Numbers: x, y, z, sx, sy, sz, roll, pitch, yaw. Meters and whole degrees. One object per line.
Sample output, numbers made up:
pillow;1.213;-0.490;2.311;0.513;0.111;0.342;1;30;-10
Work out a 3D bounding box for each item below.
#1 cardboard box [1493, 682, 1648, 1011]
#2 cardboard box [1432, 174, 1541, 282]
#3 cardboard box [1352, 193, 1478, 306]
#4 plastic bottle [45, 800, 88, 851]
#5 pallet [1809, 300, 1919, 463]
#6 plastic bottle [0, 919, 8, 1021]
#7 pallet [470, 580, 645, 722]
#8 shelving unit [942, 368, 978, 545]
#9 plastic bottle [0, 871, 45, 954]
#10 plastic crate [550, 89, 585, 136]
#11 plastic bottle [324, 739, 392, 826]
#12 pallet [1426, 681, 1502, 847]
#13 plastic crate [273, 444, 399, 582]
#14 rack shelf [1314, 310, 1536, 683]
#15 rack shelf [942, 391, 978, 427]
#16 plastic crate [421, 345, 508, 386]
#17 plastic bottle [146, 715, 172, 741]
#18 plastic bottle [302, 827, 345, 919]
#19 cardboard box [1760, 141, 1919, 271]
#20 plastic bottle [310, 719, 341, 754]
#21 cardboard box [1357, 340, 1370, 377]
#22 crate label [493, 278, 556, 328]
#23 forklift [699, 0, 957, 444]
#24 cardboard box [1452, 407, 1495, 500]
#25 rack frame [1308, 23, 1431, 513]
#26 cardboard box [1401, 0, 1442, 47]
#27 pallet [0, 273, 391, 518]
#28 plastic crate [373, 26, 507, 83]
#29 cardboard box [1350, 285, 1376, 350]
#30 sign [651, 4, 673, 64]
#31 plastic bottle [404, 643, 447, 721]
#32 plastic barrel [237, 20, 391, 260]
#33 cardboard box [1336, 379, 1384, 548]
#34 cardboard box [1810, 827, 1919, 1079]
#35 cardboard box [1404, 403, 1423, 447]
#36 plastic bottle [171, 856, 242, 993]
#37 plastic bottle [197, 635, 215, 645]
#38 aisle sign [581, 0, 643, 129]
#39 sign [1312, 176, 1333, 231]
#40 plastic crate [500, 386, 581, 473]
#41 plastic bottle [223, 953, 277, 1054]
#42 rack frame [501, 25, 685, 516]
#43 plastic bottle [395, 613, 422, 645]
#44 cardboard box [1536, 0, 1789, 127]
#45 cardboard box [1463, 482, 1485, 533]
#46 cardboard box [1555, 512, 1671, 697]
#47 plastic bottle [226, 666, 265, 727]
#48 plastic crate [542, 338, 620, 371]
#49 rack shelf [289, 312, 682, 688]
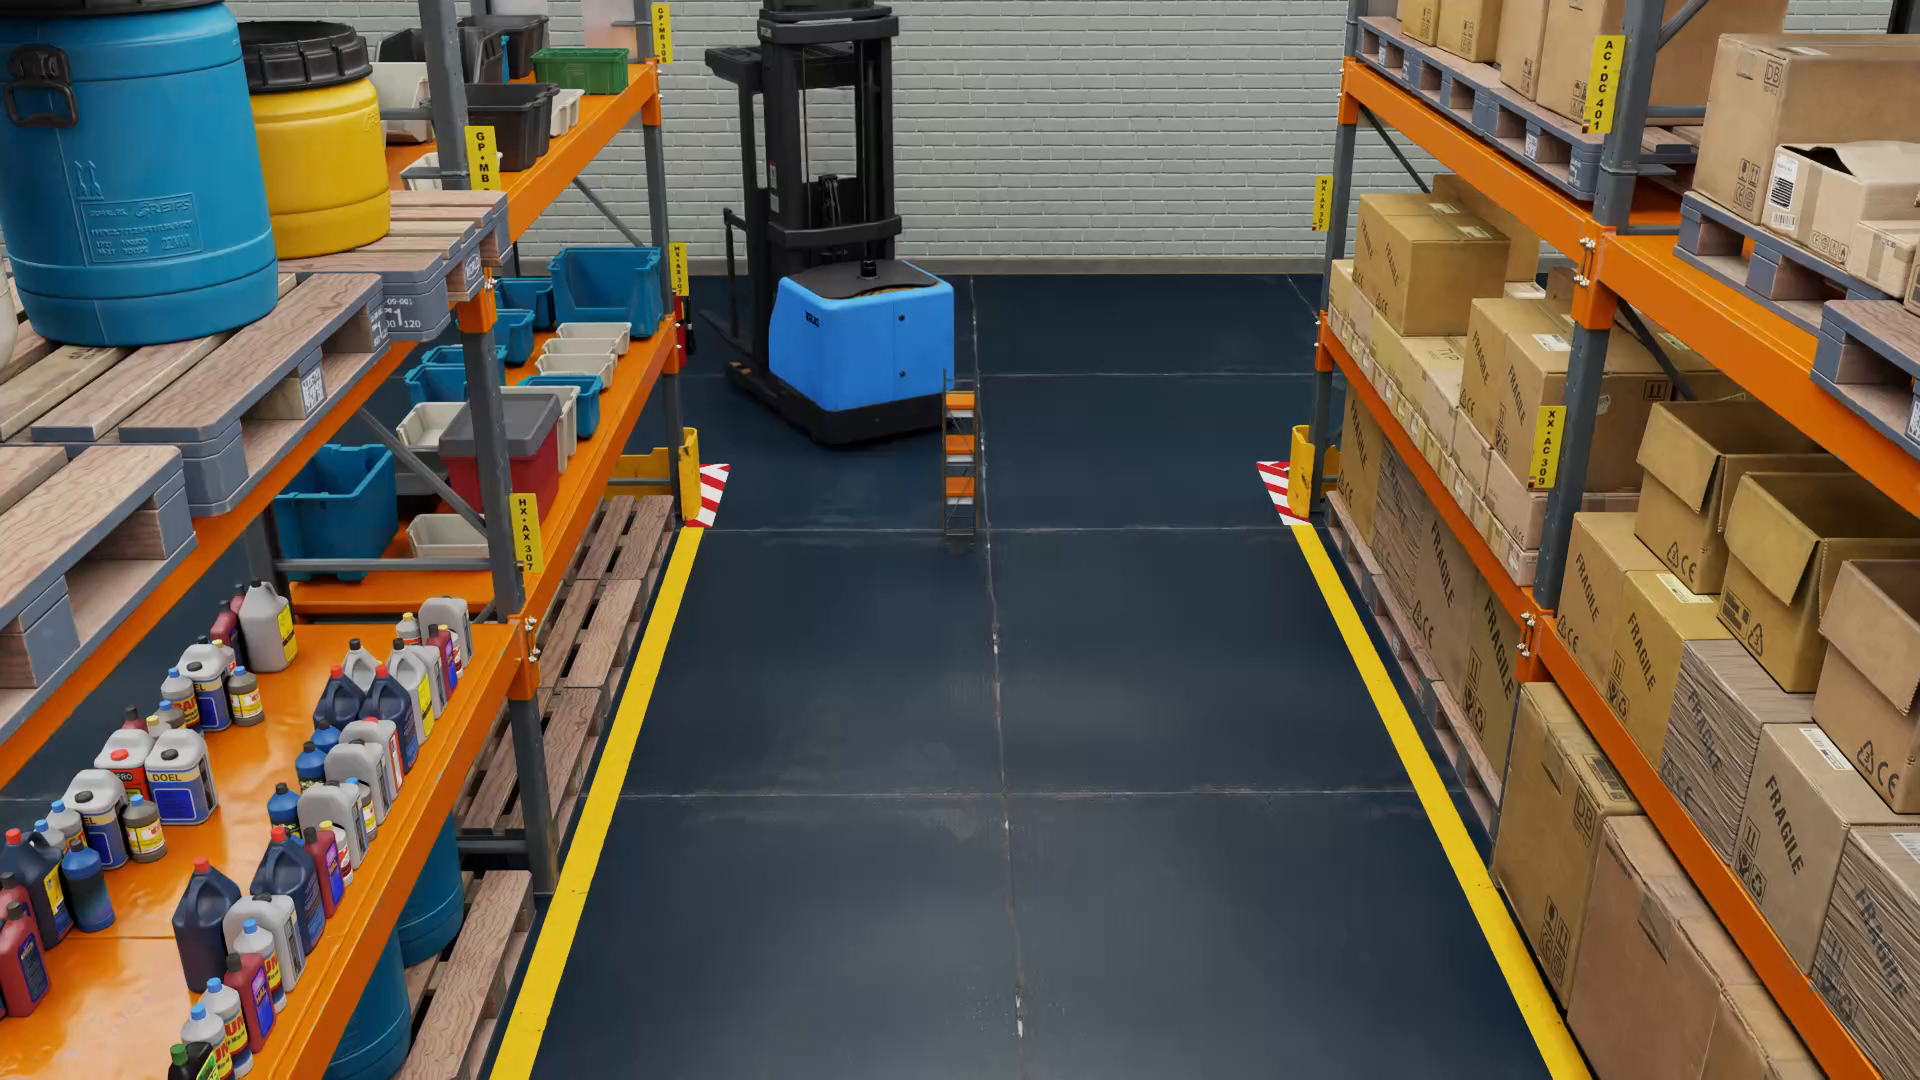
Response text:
cardboard box;2.781;1.120;6.202;1.225;0.875;0.875;0;24;0
cardboard box;2.978;-1.778;9.451;0.500;0.500;0.500;0;24;0
cardboard box;2.451;-1.572;8.997;0.500;0.500;0.500;-1;24;-2
plastic bottle;-2.588;0.878;4.824;0.097;0.271;0.097;0;24;0
pallet;2.722;-0.278;3.815;1.003;0.211;1.213;1;24;2
plastic bottle;-2.559;1.071;4.301;0.144;0.351;0.185;0;24;-1
pallet;-2.262;0.566;8.742;1.003;0.211;1.213;0;24;-1
shelving unit;-0.001;-0.500;10.082;0.215;1.050;0.252;0;24;-1
plastic bottle;-2.542;1.037;4.460;0.061;0.283;0.133;0;24;-1
plastic crate;-1.972;-1.942;7.584;0.437;0.136;0.530;0;24;-1
plastic bottle;-1.861;0.734;5.139;0.152;0.276;0.135;0;24;-1
pallet;2.824;1.037;7.701;1.003;0.211;1.213;0;24;-1
plastic crate;-2.545;-0.109;6.797;0.392;0.384;0.575;0;24;-1
rack shelf;2.732;-0.416;8.404;1.077;0.370;4.000;0;24;-1
rack shelf;-0.001;-0.749;9.970;0.215;0.259;0.240;0;24;-1
plastic crate;-2.555;-0.851;8.623;0.416;0.233;0.300;0;24;-1
plastic bottle;-2.595;0.664;5.383;0.097;0.201;0.097;0;24;0
plastic bottle;-1.810;0.921;4.716;0.061;0.283;0.133;0;24;-1
cardboard box;2.676;-0.985;4.746;0.500;0.311;0.500;-1;24;-2
plastic bottle;-1.987;0.688;5.244;0.097;0.271;0.097;0;24;0
cardboard box;2.395;-0.987;9.098;0.380;0.149;0.250;-1;24;-1
crate label;-2.569;-1.394;9.822;0.416;0.233;0.303;0;24;-1
forklift;-1.174;-2.571;12.377;1.130;2.935;3.031;-13;27;-26
cardboard box;2.478;-0.381;7.274;0.500;0.250;0.500;0;24;1
rack frame;2.710;-1.568;10.078;1.000;3.000;0.127;0;24;-1
cardboard box;2.655;-2.771;8.345;0.700;0.500;0.500;-1;24;-2
pallet;-2.077;-0.389;4.058;1.003;0.211;1.213;0;24;-1
plastic crate;-2.501;-2.254;8.028;0.504;0.338;0.767;0;24;-1
cardboard box;2.458;-1.222;9.134;0.500;0.250;0.500;-1;24;-1
sign;-1.693;-2.874;9.452;0.100;0.325;0.005;0;24;-1
plastic bottle;-1.868;0.470;5.721;0.152;0.276;0.135;0;24;-1
plastic barrel;-1.986;-1.166;4.811;0.600;0.588;0.600;0;24;0
cardboard box;2.797;-0.528;9.847;0.875;0.875;0.875;0;24;-1
cardboard box;2.536;1.061;4.143;0.500;0.500;0.500;-1;24;-2
cardboard box;2.407;-0.564;8.162;0.380;0.149;0.250;0;24;0
plastic bottle;-2.000;1.012;4.432;0.144;0.351;0.185;0;24;-1
plastic bottle;-2.600;0.456;5.757;0.097;0.271;0.097;0;24;0
aisle sign;-1.950;-2.761;9.561;0.394;0.787;0.004;0;24;-1
sign;2.155;-1.999;9.883;0.100;0.325;0.005;0;24;-1
plastic crate;-2.031;-0.501;7.789;0.437;0.282;0.530;0;24;-1
plastic bottle;-1.804;1.148;4.214;0.061;0.283;0.133;0;24;-1
rack frame;-2.243;-1.546;10.028;1.000;3.000;0.127;0;24;-1
plastic bottle;-1.996;0.362;6.051;0.097;0.201;0.097;0;24;0
cardboard box;2.685;-1.891;6.400;0.700;0.500;0.500;-2;24;-4
cardboard box;2.417;-0.142;7.228;0.380;0.149;0.250;-1;24;-1
cardboard box;2.509;0.225;5.991;0.500;0.500;0.500;0;24;0
plastic bottle;-2.446;0.528;5.684;0.097;0.201;0.097;0;24;0
plastic crate;-2.064;-0.998;9.065;0.396;0.136;0.243;0;24;-1
rack shelf;-2.221;-0.394;8.354;1.077;0.370;4.000;0;24;-1
